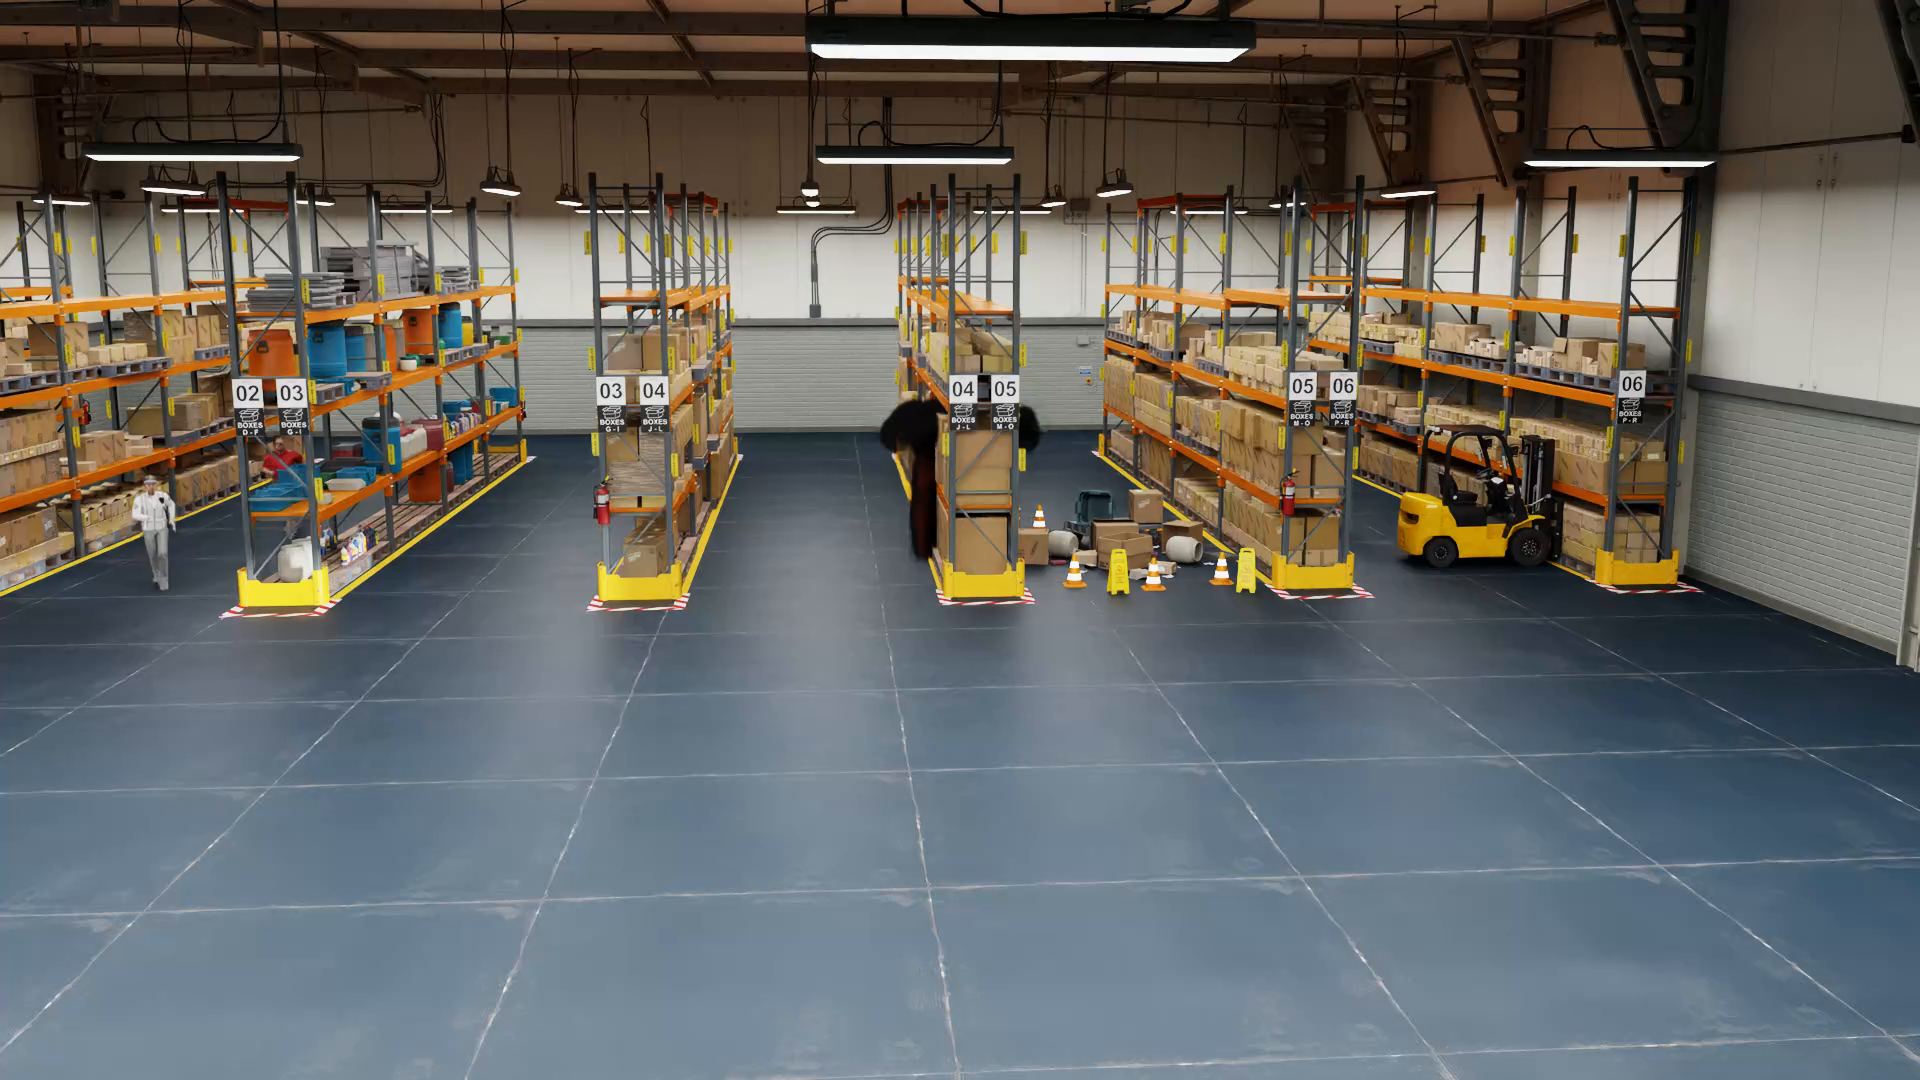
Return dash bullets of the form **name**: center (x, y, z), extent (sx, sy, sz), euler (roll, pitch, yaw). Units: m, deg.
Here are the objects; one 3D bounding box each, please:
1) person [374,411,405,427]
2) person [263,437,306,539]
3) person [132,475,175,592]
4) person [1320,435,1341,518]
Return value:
- **person**: center (-12.297, -2.123, 35.708), extent (0.613, 1.816, 0.832), euler (0, 10, 2)
- **person**: center (-11.765, -0.902, 28.927), extent (0.608, 1.791, 0.856), euler (0, 10, 1)
- **person**: center (-11.860, -0.108, 24.501), extent (0.549, 1.731, 0.798), euler (-4, 11, -21)
- **person**: center (6.626, -1.059, 30.052), extent (0.570, 1.626, 0.841), euler (-3, 10, -17)
